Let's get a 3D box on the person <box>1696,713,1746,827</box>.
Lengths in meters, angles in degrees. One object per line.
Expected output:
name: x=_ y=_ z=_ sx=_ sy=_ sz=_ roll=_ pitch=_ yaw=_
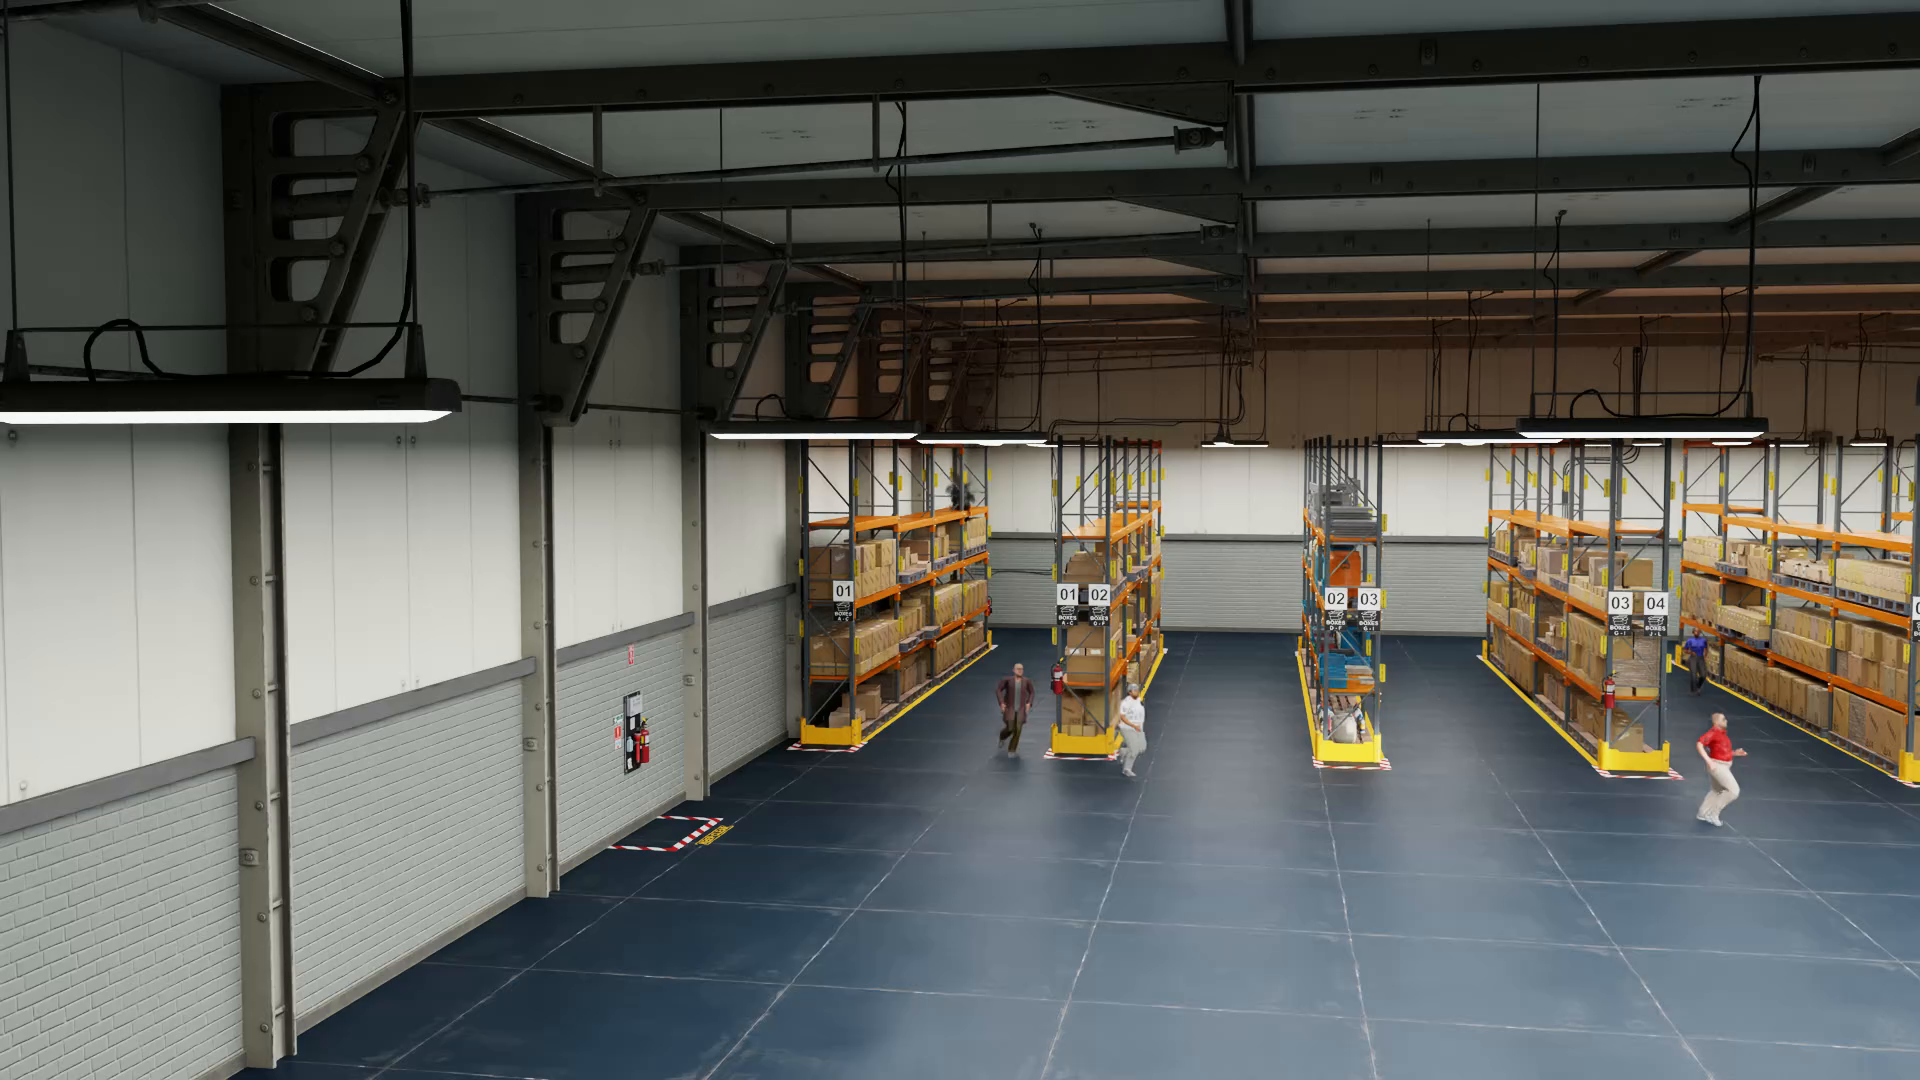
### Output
person: x=11.594 y=3.496 z=25.323 sx=0.682 sy=1.720 sz=0.637 roll=2 pitch=4 yaw=33

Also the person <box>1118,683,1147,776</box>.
person: x=3.016 y=3.336 z=29.334 sx=0.616 sy=1.640 sz=0.626 roll=3 pitch=4 yaw=43

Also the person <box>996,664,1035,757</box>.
person: x=1.053 y=3.200 z=31.243 sx=0.732 sy=1.770 sz=0.632 roll=-1 pitch=3 yaw=-13

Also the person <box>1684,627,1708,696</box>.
person: x=17.090 y=2.822 z=38.516 sx=0.565 sy=1.613 sz=0.551 roll=1 pitch=3 yaw=10
